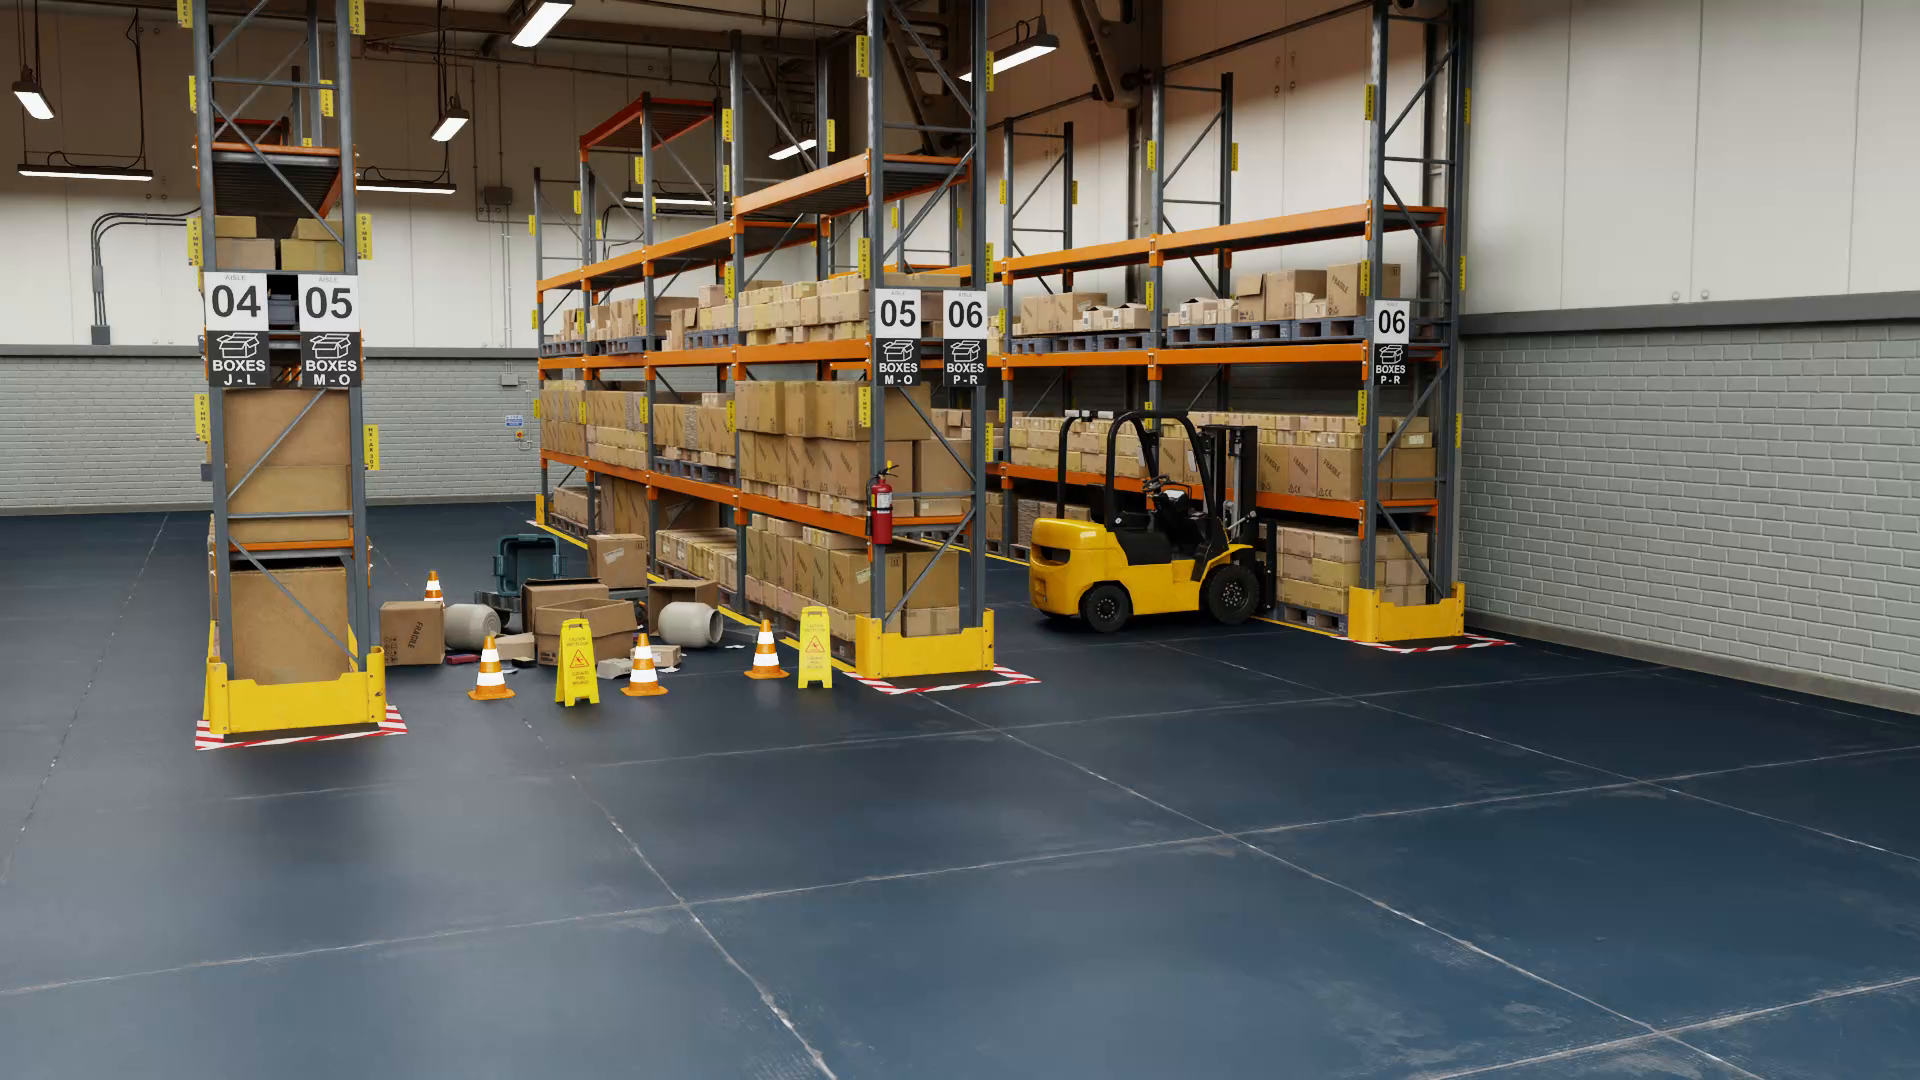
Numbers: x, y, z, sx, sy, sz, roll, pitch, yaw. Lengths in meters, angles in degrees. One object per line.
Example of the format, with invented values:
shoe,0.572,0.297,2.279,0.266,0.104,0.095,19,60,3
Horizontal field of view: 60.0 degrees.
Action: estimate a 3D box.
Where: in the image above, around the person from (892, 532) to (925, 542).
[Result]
person,-0.613,-0.142,18.456,0.529,1.663,0.372,-2,6,-24
